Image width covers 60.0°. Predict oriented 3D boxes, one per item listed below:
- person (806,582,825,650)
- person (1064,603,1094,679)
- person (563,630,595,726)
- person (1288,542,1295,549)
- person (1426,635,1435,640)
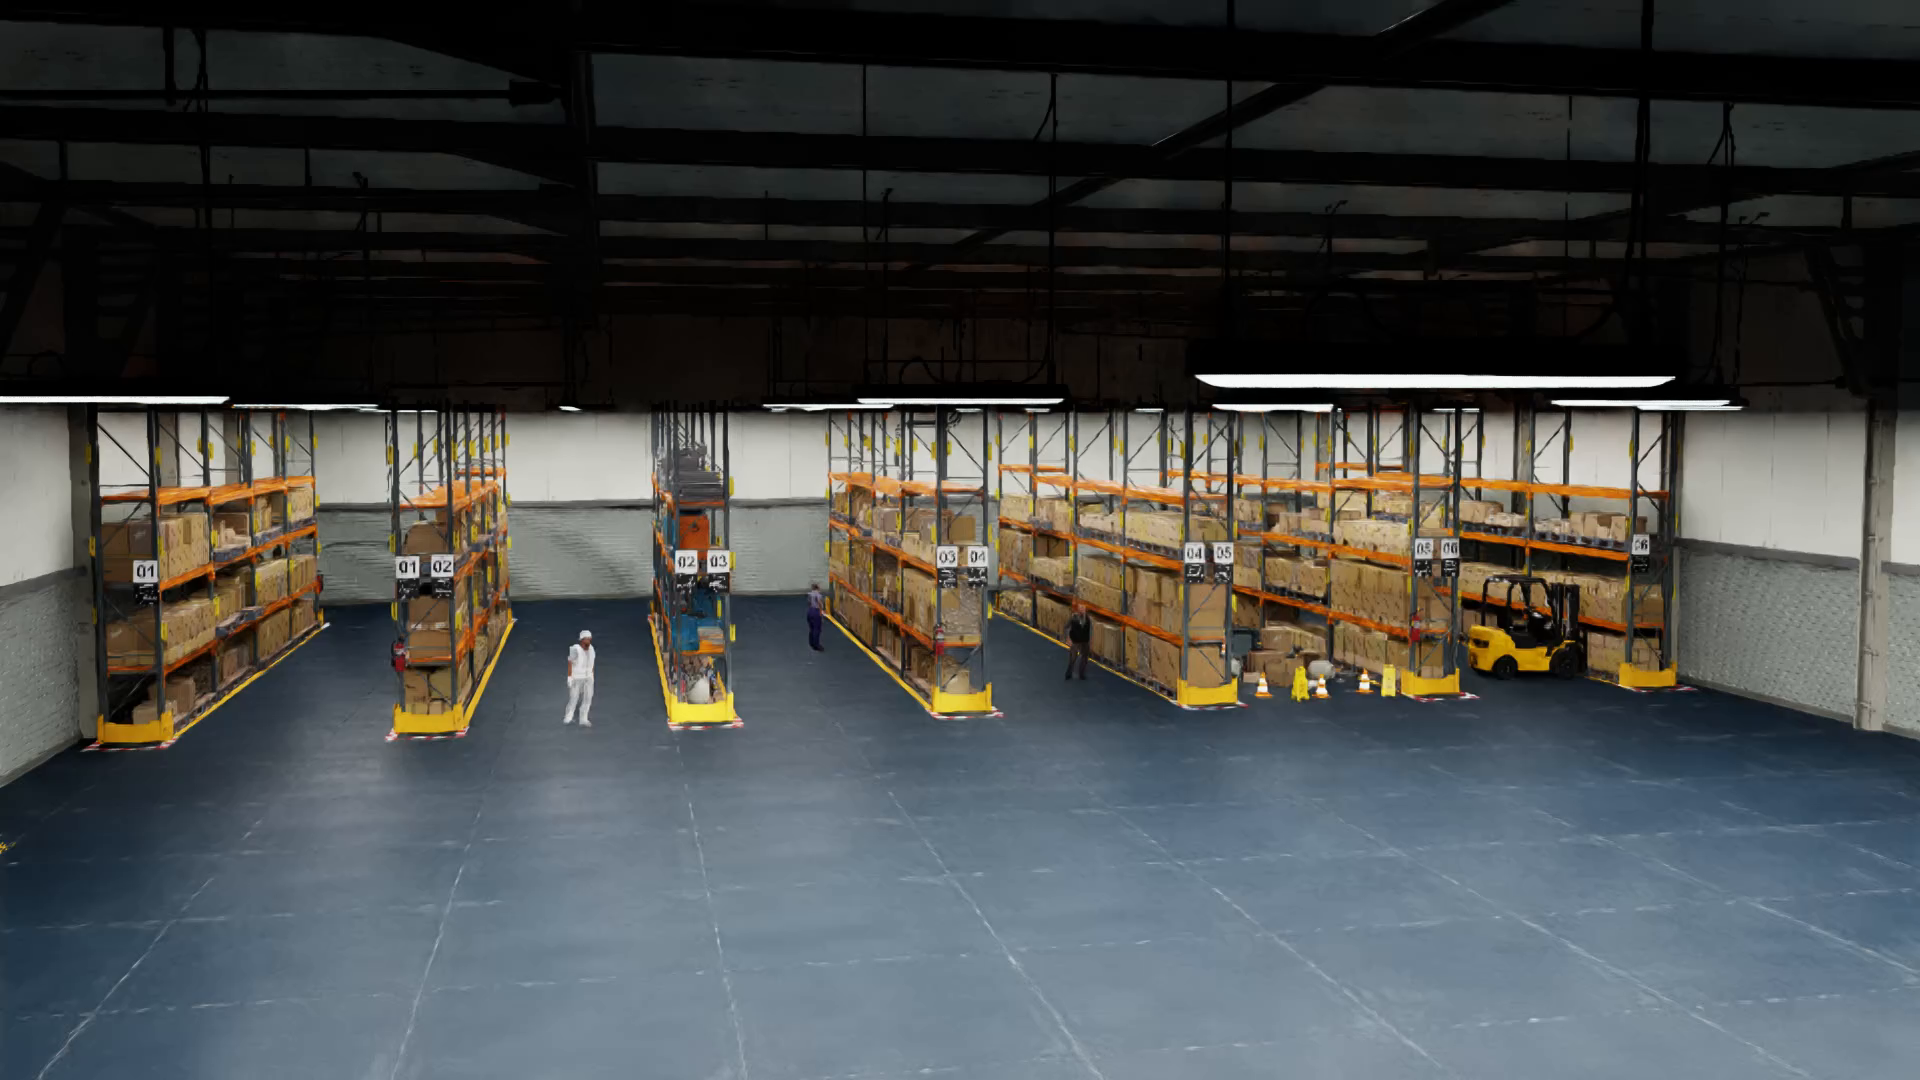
[{"bbox_3d":[-3.498,1.931,40.572,0.430,1.459,0.530,-4,6,-42],"label":"person"},{"bbox_3d":[2.570,2.187,35.931,0.677,1.674,0.534,-1,4,-14],"label":"person"},{"bbox_3d":[-7.017,2.531,30.671,0.575,1.772,0.599,4,6,43],"label":"person"},{"bbox_3d":[10.478,0.905,52.191,0.434,1.753,0.646,-4,6,-42],"label":"person"},{"bbox_3d":[10.655,2.067,37.792,0.449,1.599,0.467,1,5,19],"label":"person"}]
